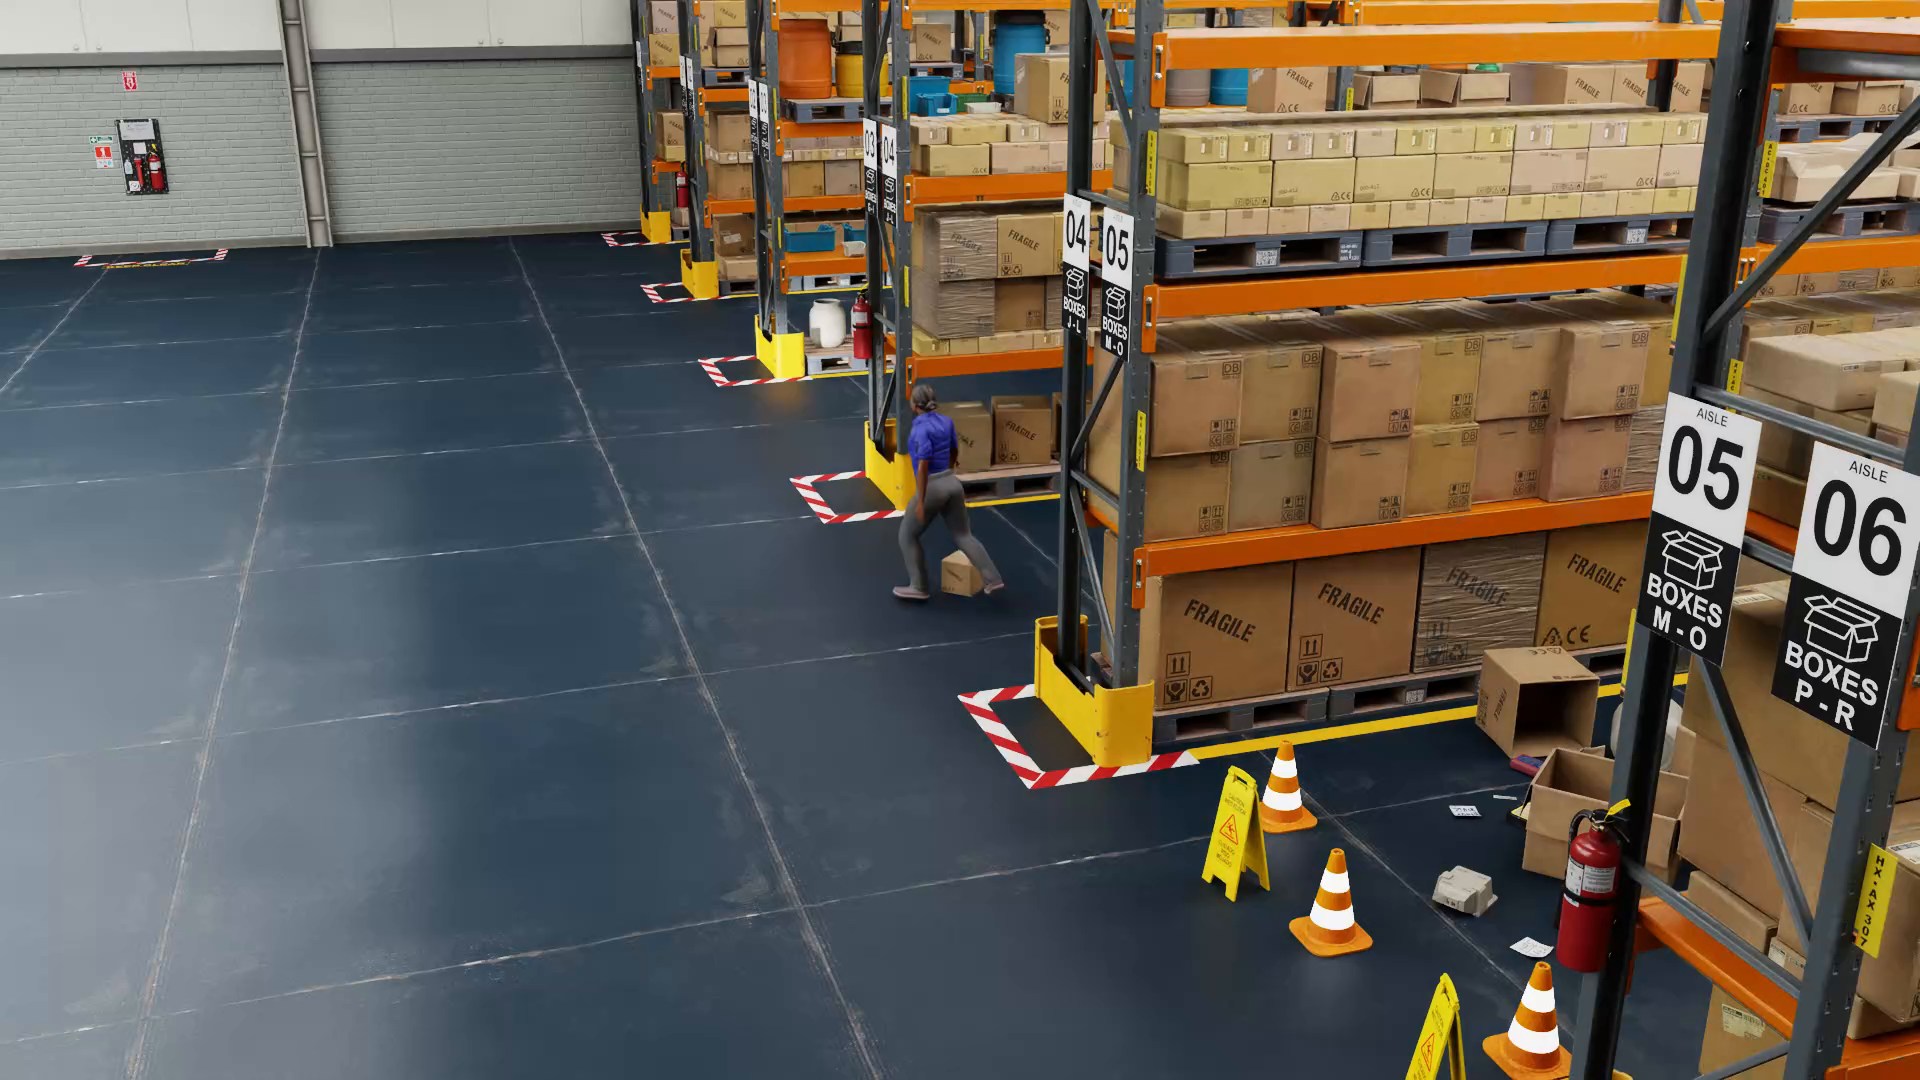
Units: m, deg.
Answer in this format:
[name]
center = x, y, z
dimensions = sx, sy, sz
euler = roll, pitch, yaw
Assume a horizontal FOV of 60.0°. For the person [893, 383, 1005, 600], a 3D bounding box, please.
[person]
center = -0.075, -0.316, 12.001
dimensions = 0.789, 1.606, 0.573
euler = 16, 25, 38
